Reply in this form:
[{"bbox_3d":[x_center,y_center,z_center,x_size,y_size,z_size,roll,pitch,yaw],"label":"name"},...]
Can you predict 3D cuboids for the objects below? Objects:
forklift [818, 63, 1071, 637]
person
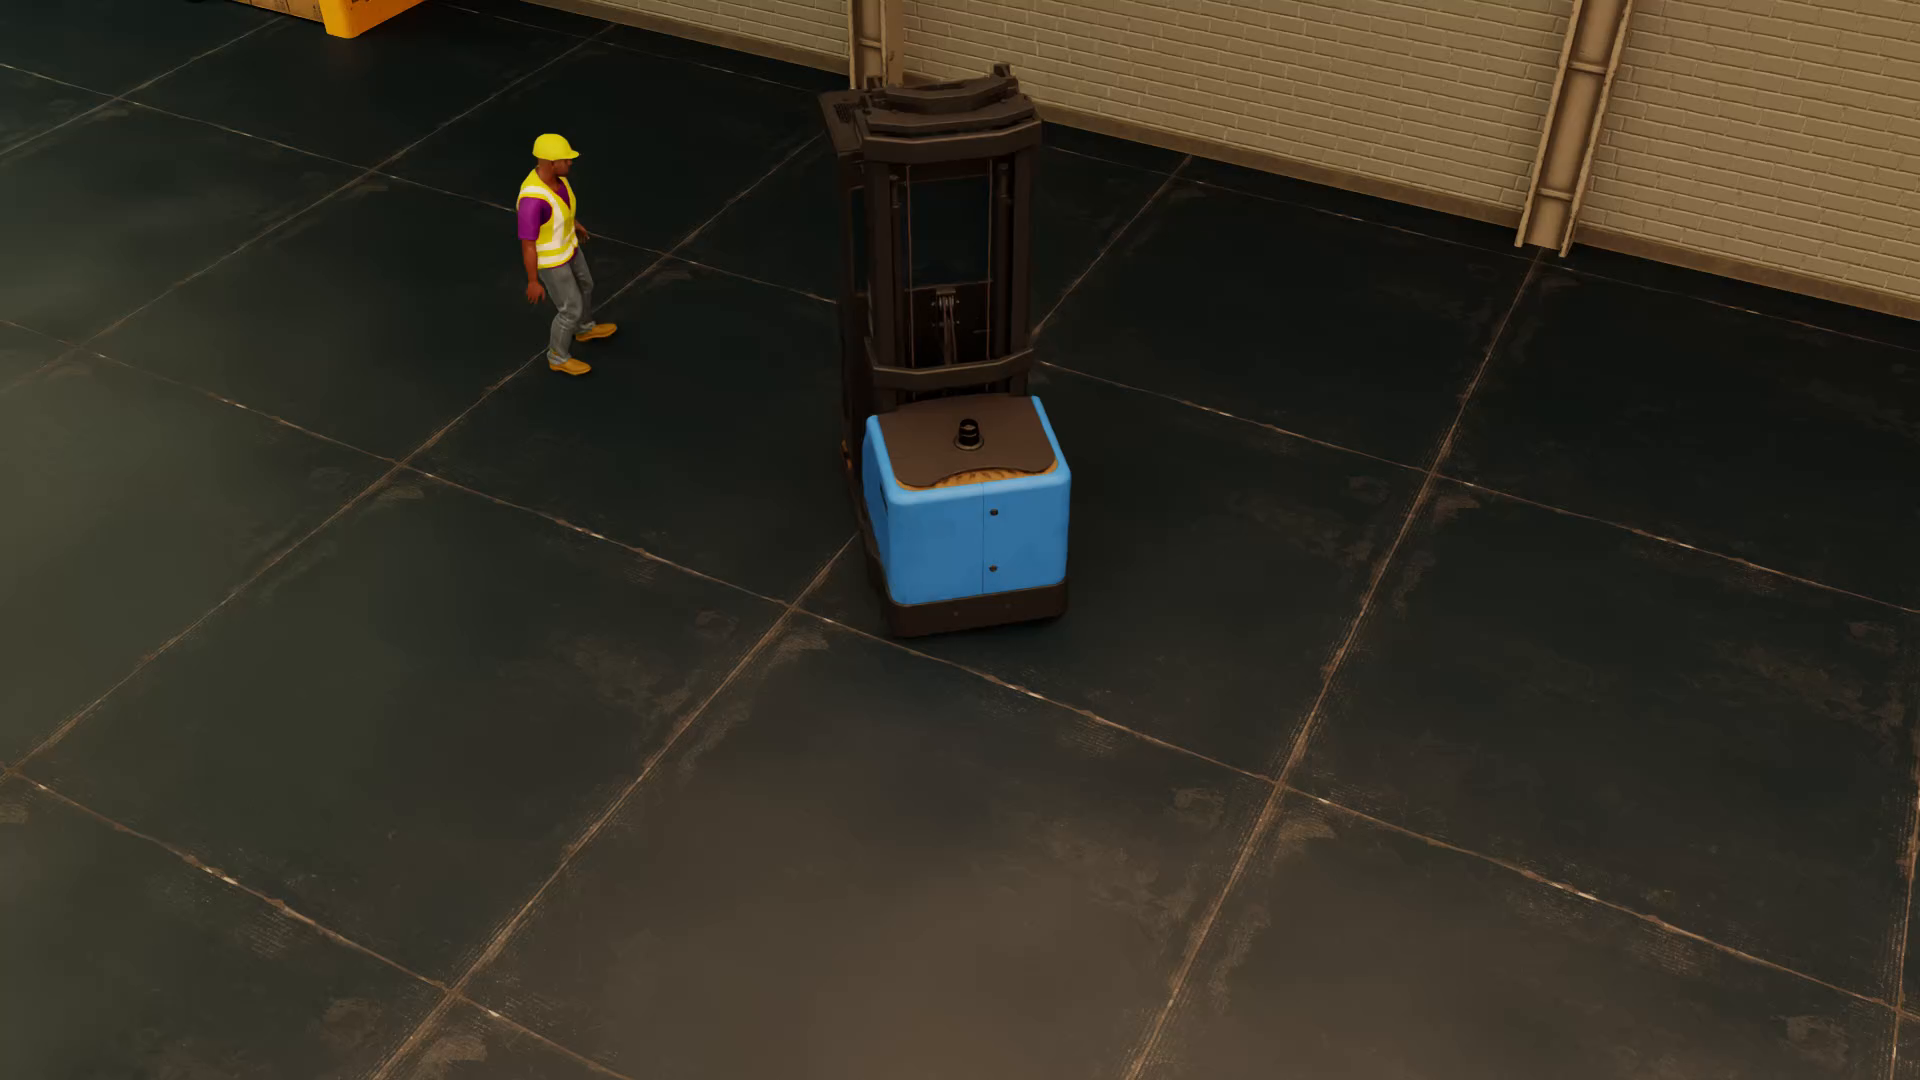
[{"bbox_3d":[-0.183,-1.522,9.793,1.130,2.935,3.031,-8,41,-9],"label":"forklift"},{"bbox_3d":[-2.682,-1.937,11.215,0.428,1.737,0.841,3,40,3],"label":"person"}]
